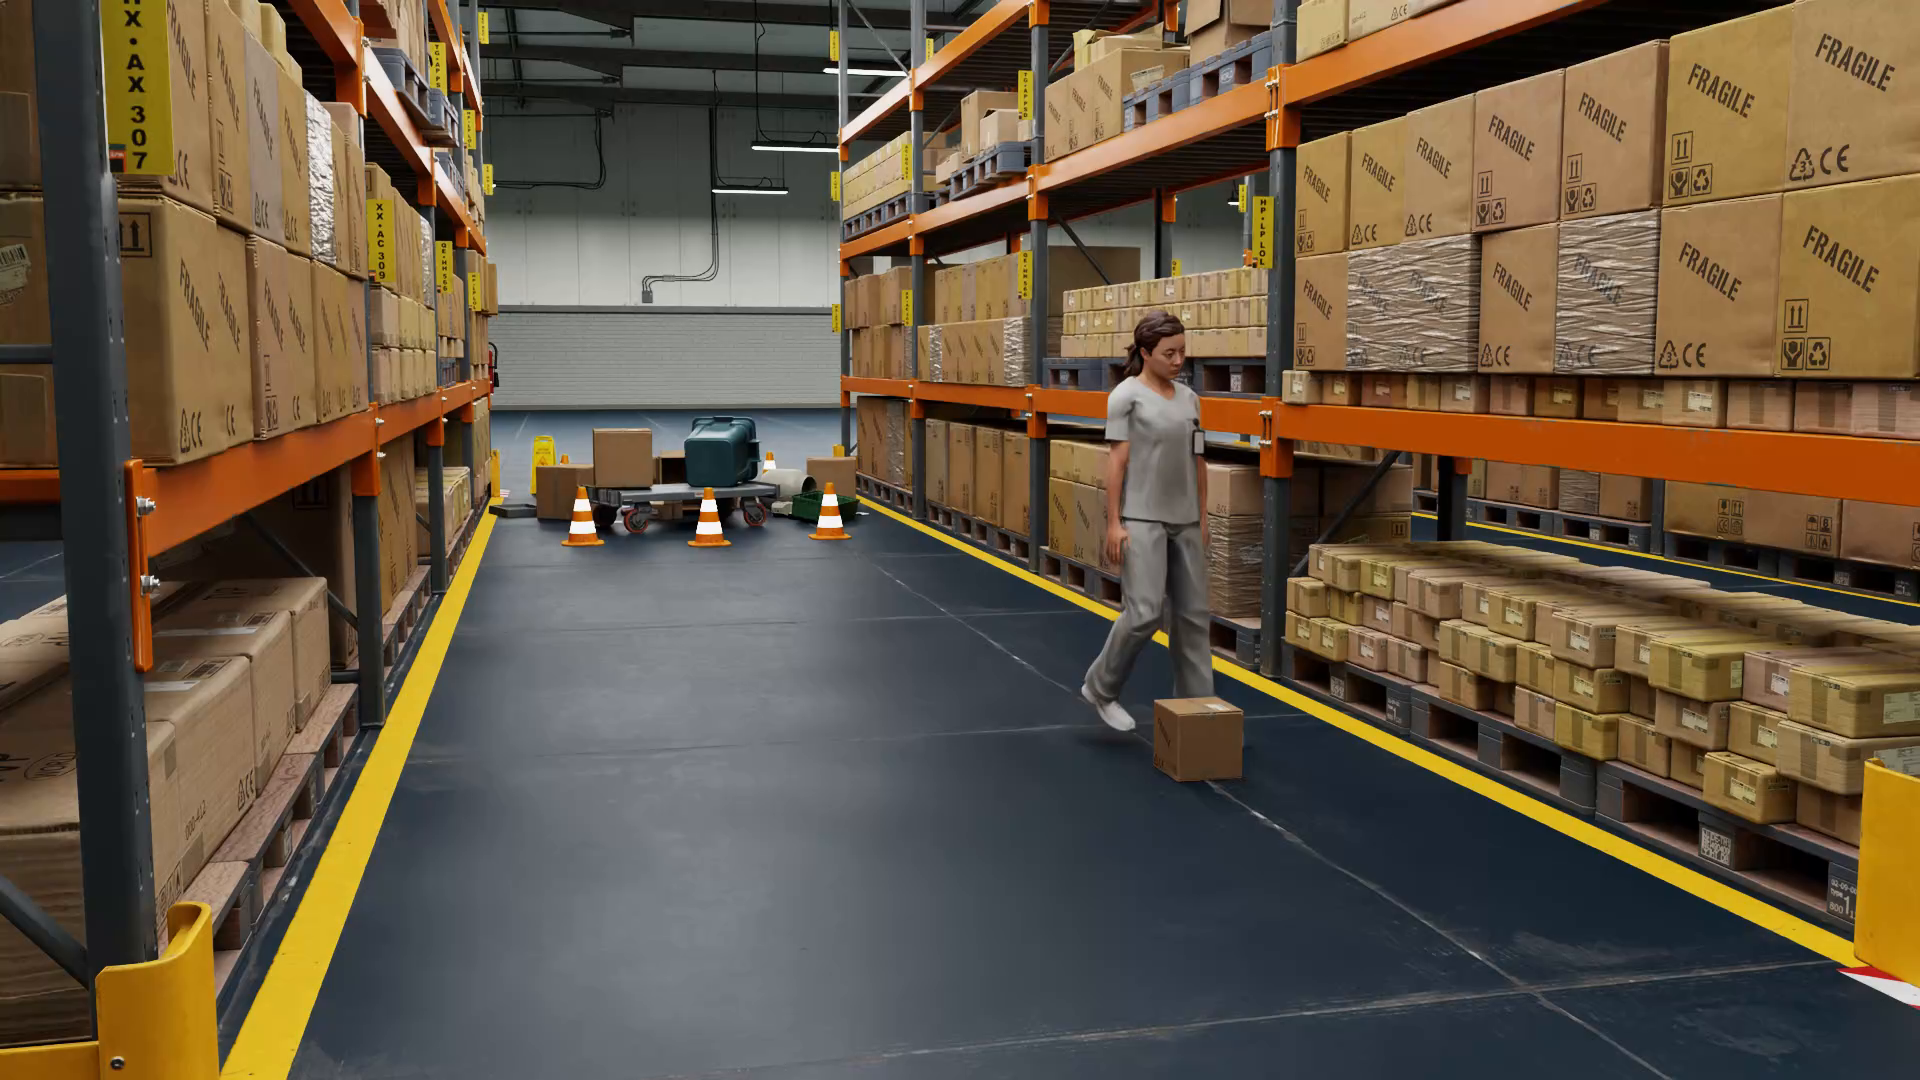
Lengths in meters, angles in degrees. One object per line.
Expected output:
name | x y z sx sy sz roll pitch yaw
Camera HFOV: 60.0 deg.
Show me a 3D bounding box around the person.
person | 0.775 -0.031 6.449 0.494 1.656 0.534 -3 7 -29
